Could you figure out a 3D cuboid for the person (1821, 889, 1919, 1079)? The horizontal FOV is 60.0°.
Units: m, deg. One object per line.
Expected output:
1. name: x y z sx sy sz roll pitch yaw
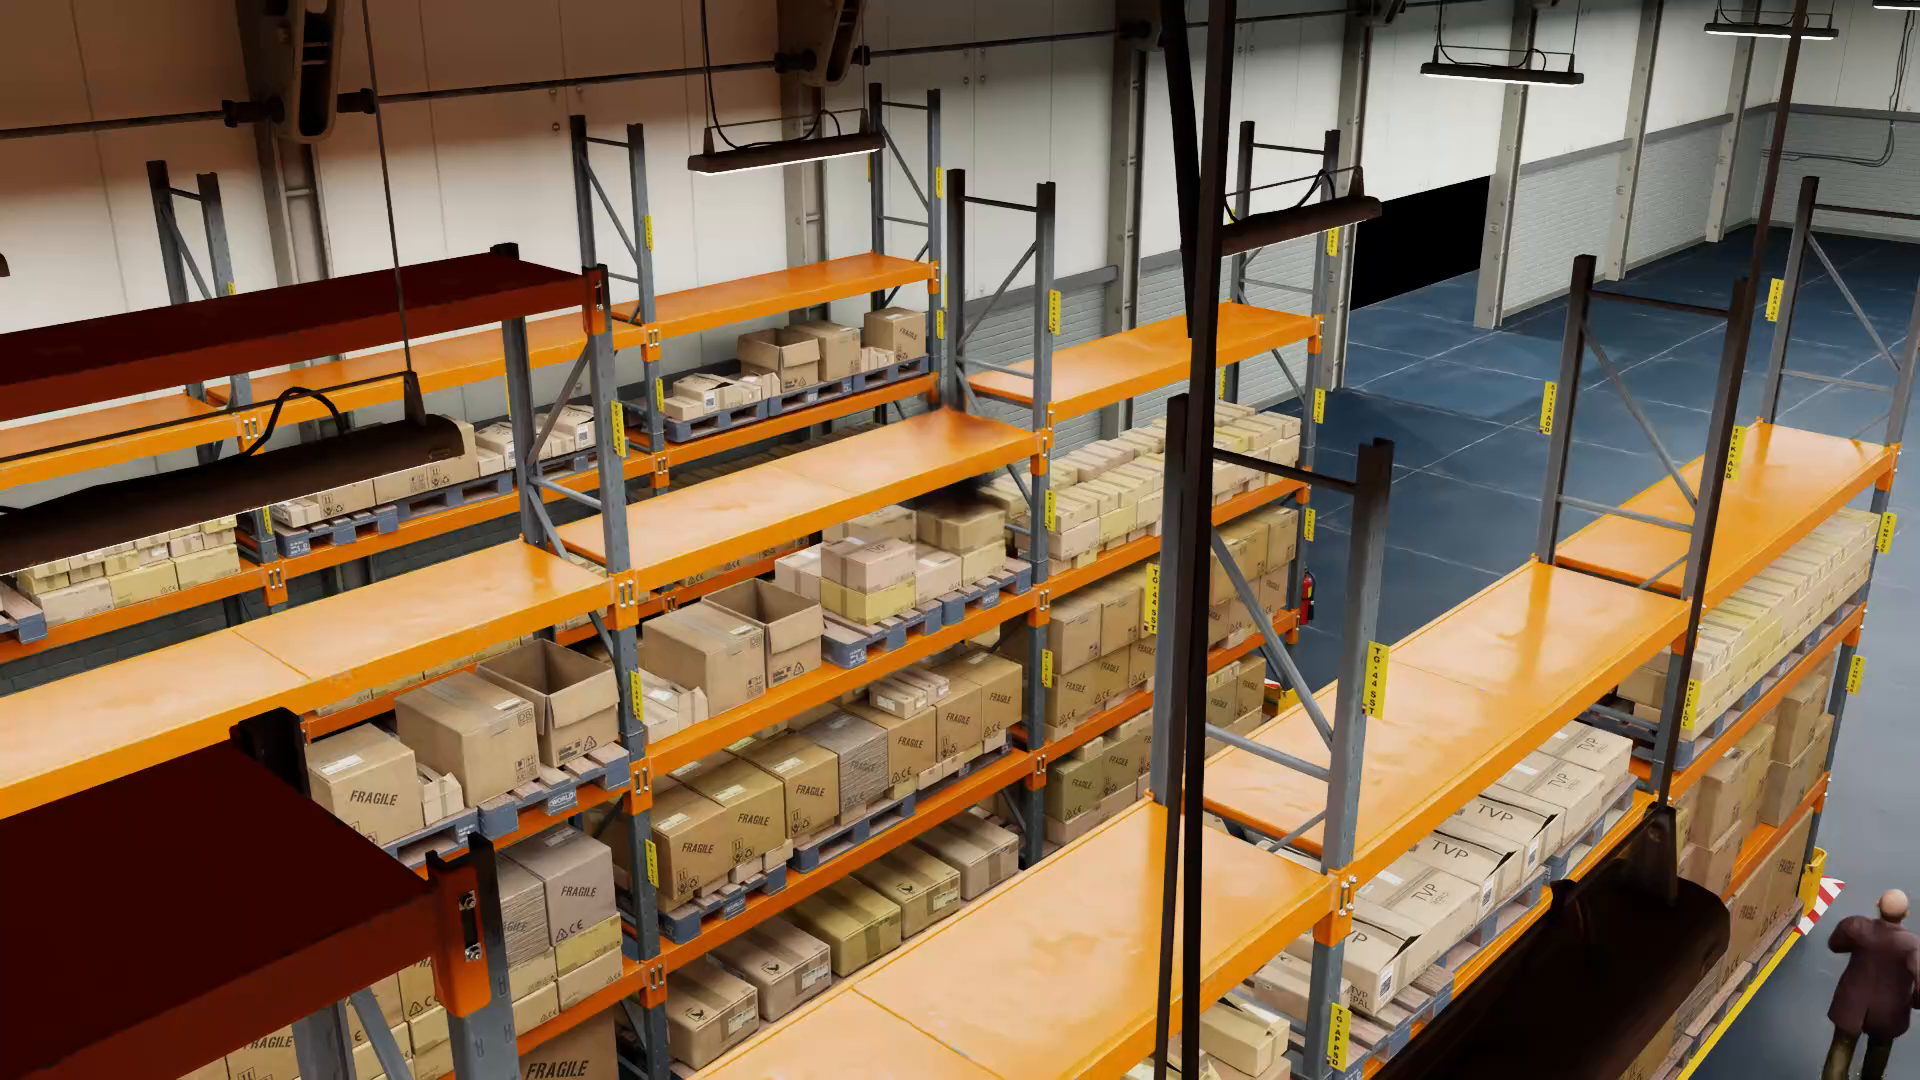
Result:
1. person: 6.228 3.156 11.354 0.695 1.782 1.043 16 26 35
